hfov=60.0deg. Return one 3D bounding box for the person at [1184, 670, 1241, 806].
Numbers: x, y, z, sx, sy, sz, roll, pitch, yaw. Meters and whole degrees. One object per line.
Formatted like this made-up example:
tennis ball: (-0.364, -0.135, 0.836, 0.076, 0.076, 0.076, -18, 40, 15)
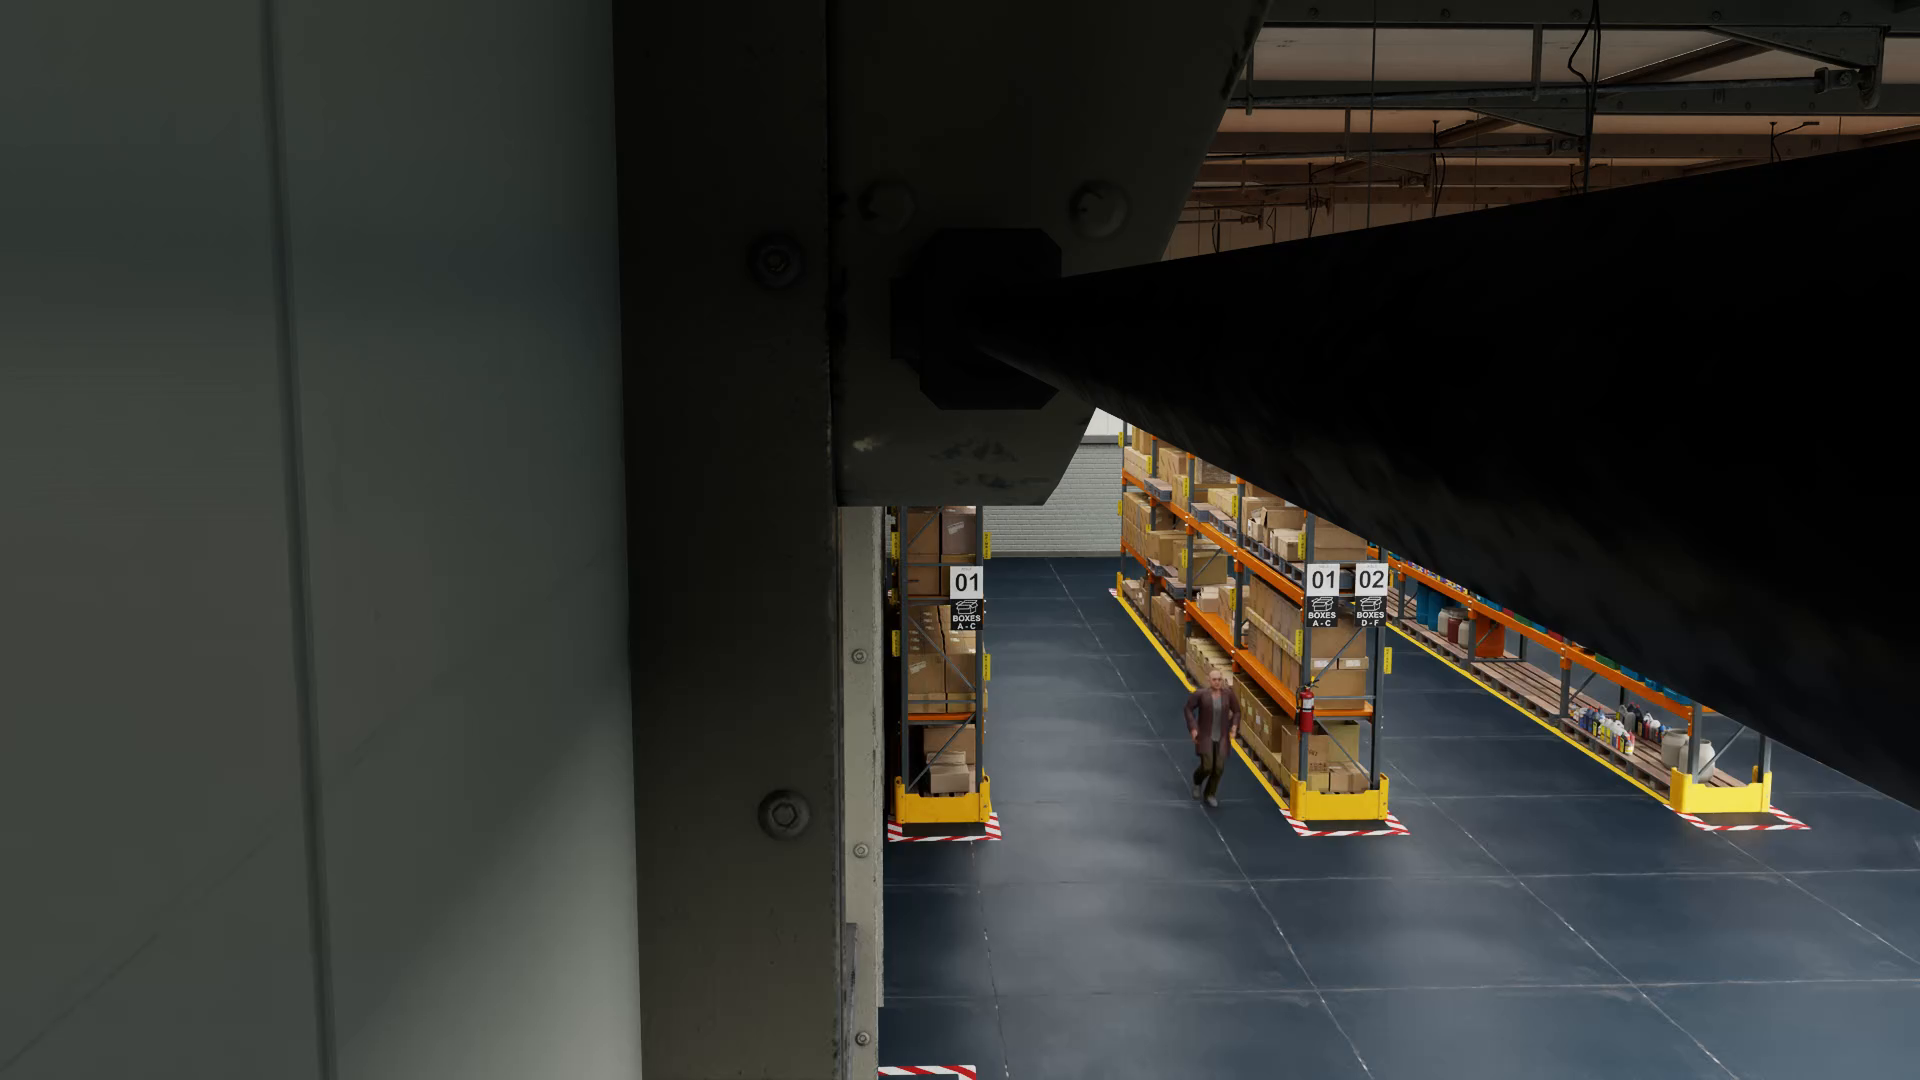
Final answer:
person: (3.233, 2.514, 21.144, 0.721, 1.745, 0.621, -1, 8, -8)
